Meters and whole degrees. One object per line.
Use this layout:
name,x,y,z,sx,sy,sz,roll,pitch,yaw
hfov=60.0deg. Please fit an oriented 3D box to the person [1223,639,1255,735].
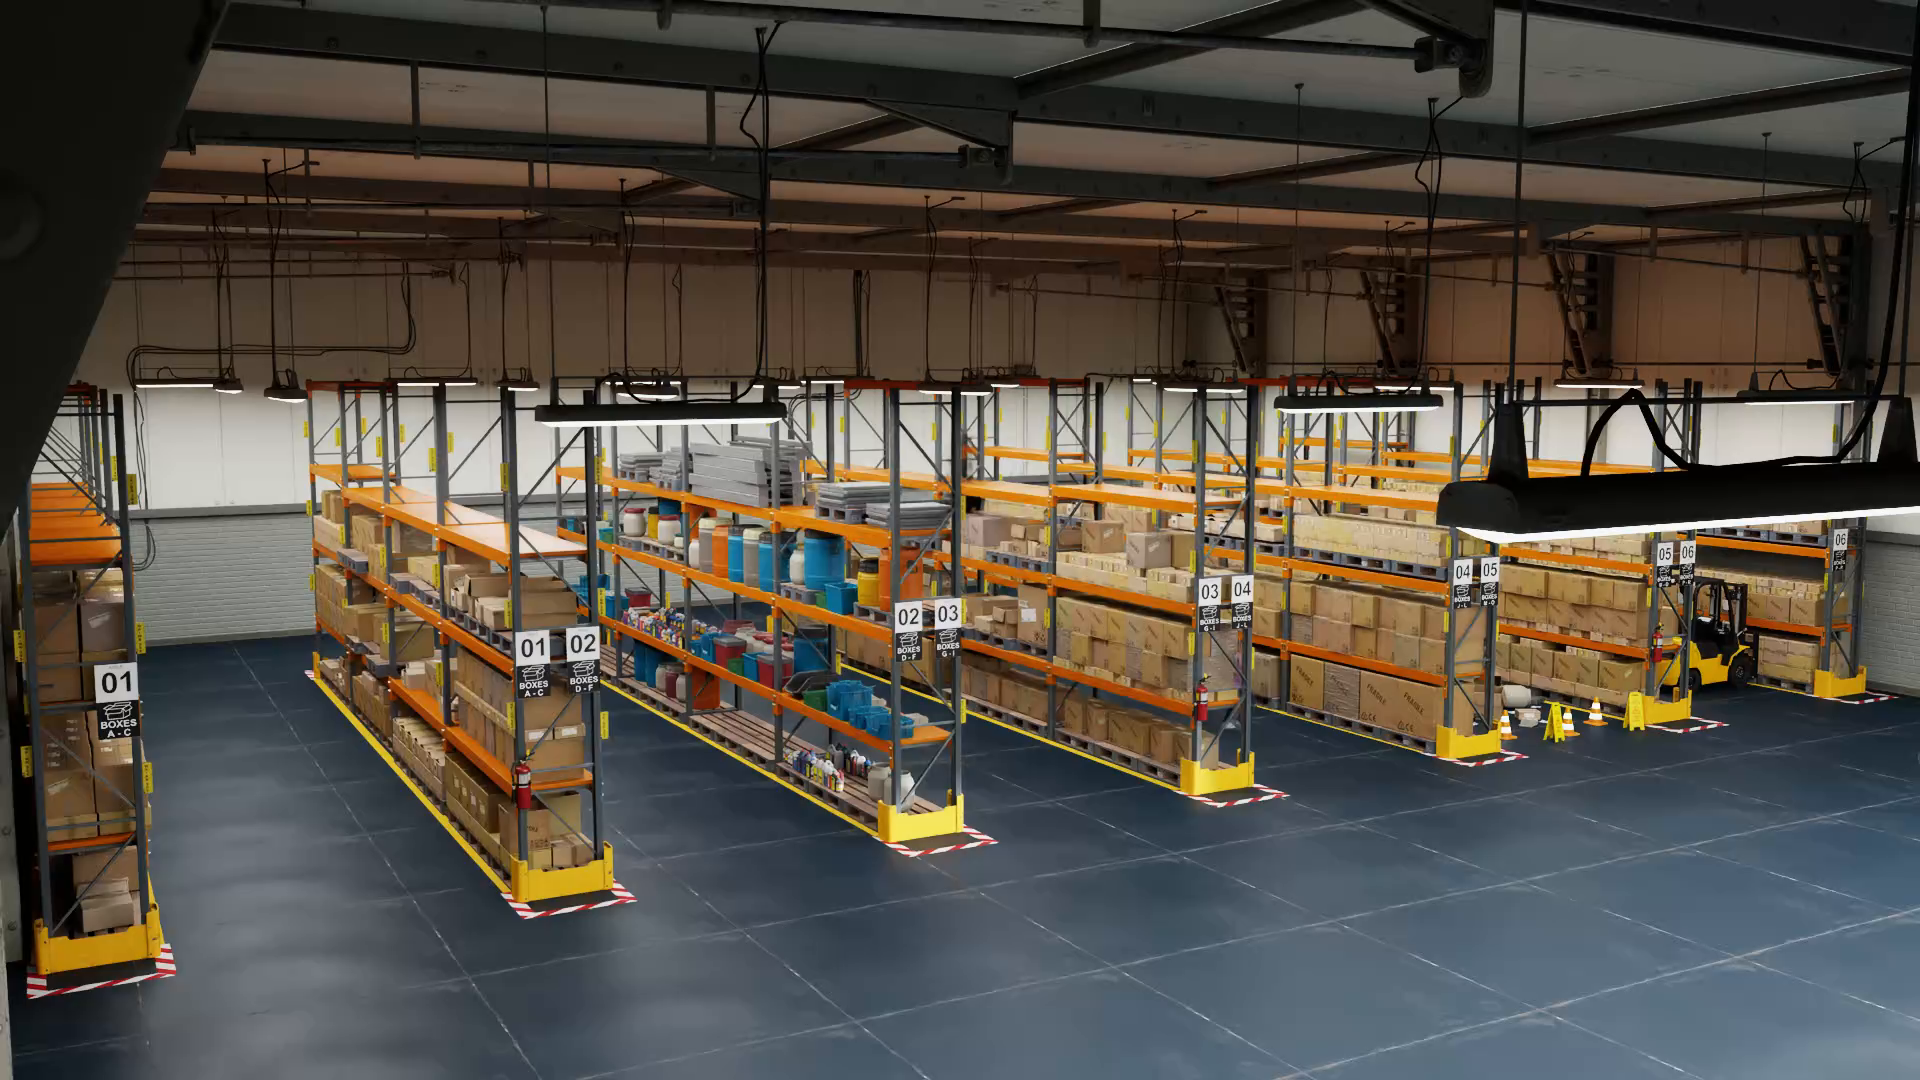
person,4.800,2.512,28.471,0.514,1.639,0.666,-5,8,-39

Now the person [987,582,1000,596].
person,0.821,0.991,42.039,0.686,1.755,0.660,1,6,11
